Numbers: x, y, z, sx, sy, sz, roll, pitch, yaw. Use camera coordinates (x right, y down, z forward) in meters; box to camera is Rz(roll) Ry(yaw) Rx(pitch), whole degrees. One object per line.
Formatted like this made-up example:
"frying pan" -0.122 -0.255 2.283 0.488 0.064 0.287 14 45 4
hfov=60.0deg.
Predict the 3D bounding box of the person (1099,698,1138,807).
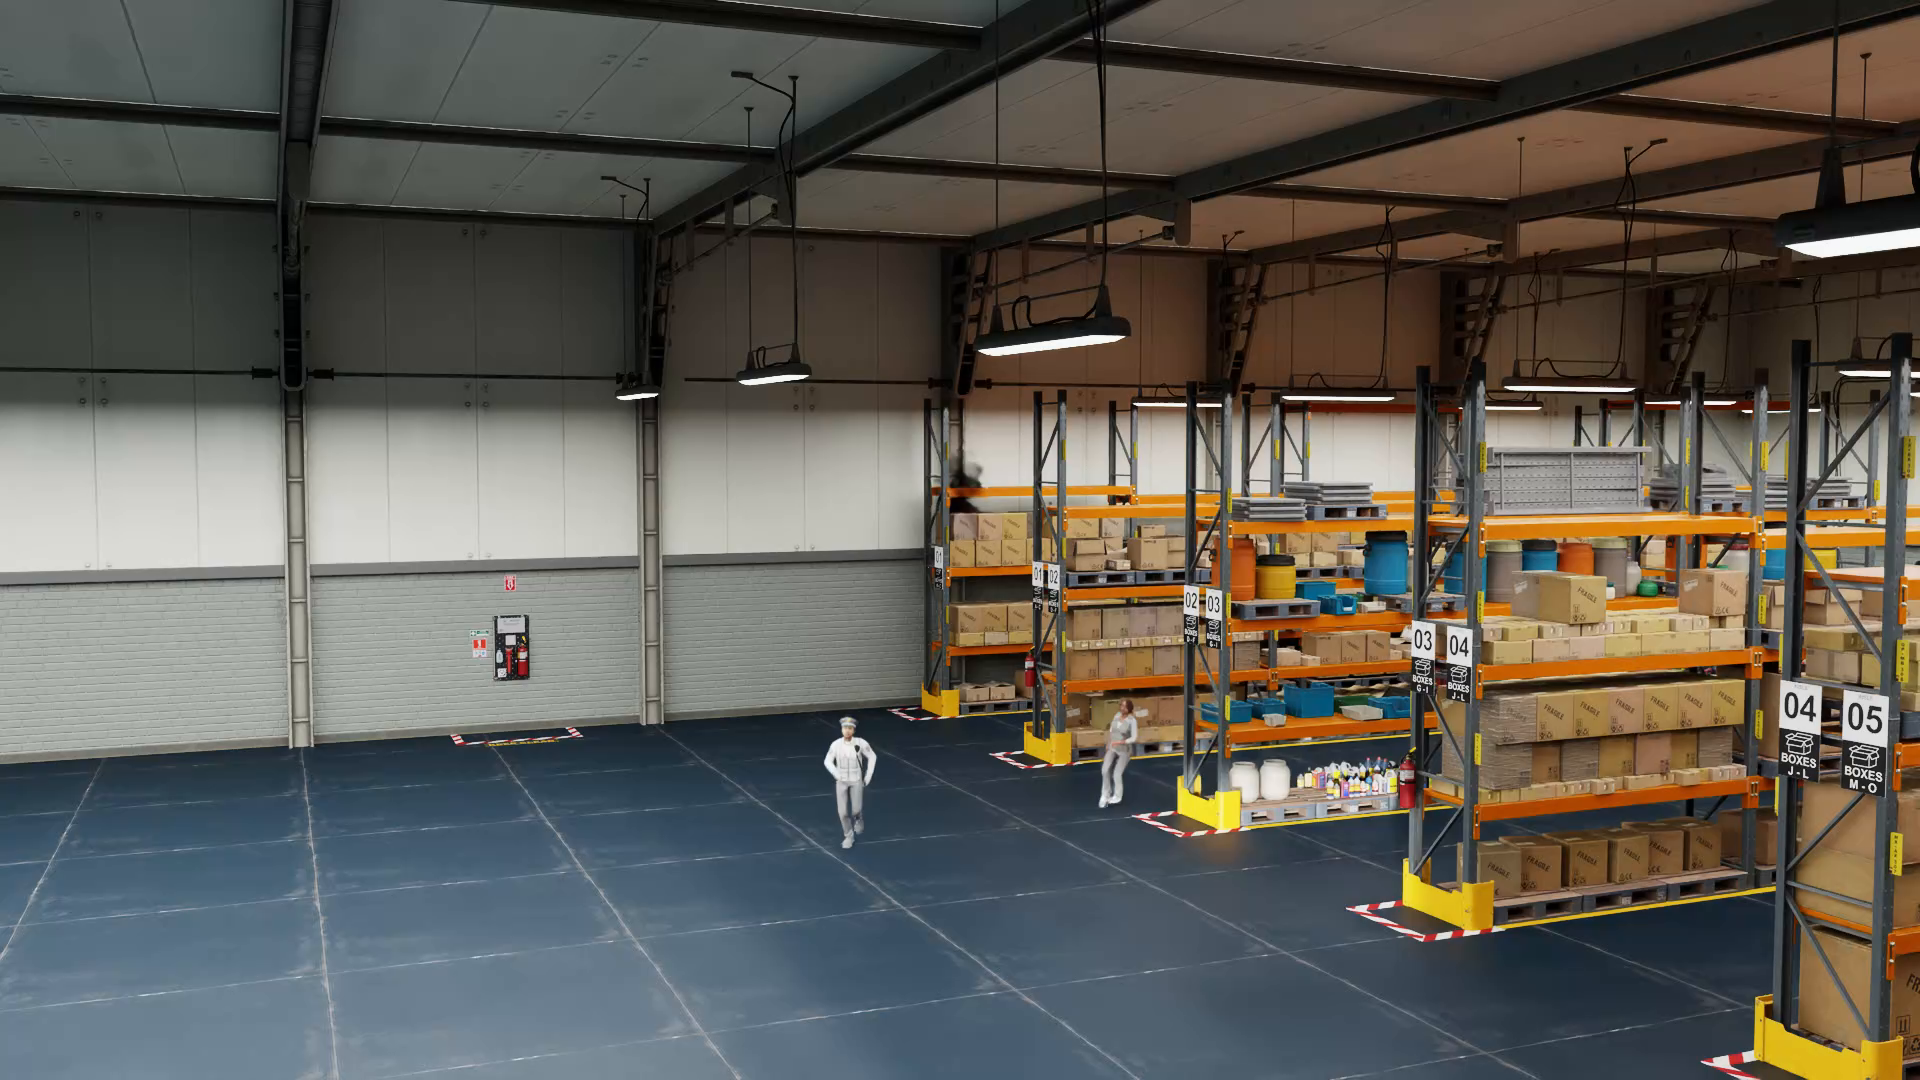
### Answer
"person" 2.253 2.991 23.395 0.530 1.538 0.622 2 4 31

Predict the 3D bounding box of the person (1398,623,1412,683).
"person" 9.067 2.337 33.250 0.783 1.833 0.664 -2 4 -27

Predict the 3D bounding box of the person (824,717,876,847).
"person" -1.412 3.088 21.236 0.658 1.665 0.524 0 3 2
